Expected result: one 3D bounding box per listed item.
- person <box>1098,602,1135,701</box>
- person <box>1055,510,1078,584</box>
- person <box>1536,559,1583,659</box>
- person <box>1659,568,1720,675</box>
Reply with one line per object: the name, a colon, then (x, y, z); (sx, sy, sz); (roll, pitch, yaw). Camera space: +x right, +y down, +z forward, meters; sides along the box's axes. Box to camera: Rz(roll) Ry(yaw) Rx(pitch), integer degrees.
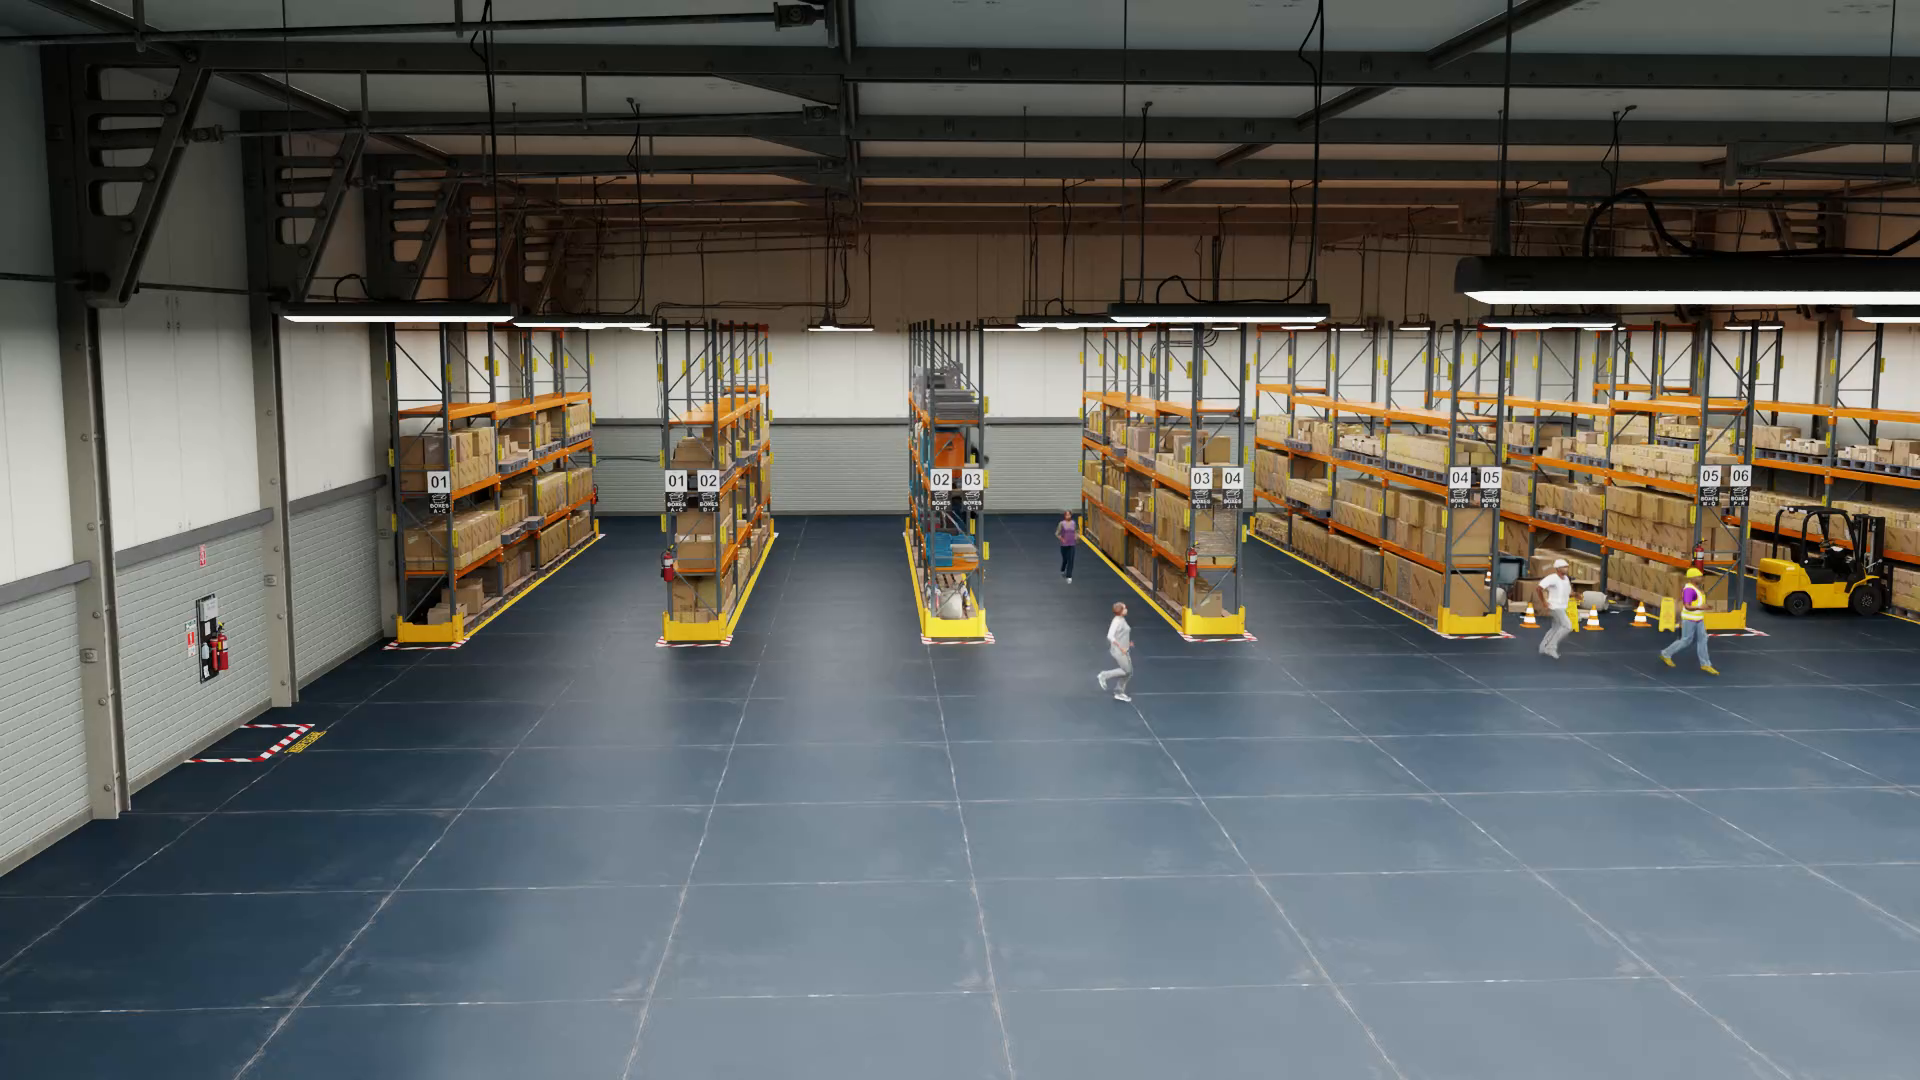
person: (2.454, 1.755, 26.137); (0.551, 1.544, 0.546); (2, 7, 18)
person: (2.374, 0.135, 36.655); (0.547, 1.593, 0.678); (-1, 7, -11)
person: (10.645, 1.221, 29.517); (0.701, 1.773, 0.691); (6, 9, 40)
person: (12.382, 1.362, 28.151); (0.957, 1.788, 0.694); (6, 9, 39)
